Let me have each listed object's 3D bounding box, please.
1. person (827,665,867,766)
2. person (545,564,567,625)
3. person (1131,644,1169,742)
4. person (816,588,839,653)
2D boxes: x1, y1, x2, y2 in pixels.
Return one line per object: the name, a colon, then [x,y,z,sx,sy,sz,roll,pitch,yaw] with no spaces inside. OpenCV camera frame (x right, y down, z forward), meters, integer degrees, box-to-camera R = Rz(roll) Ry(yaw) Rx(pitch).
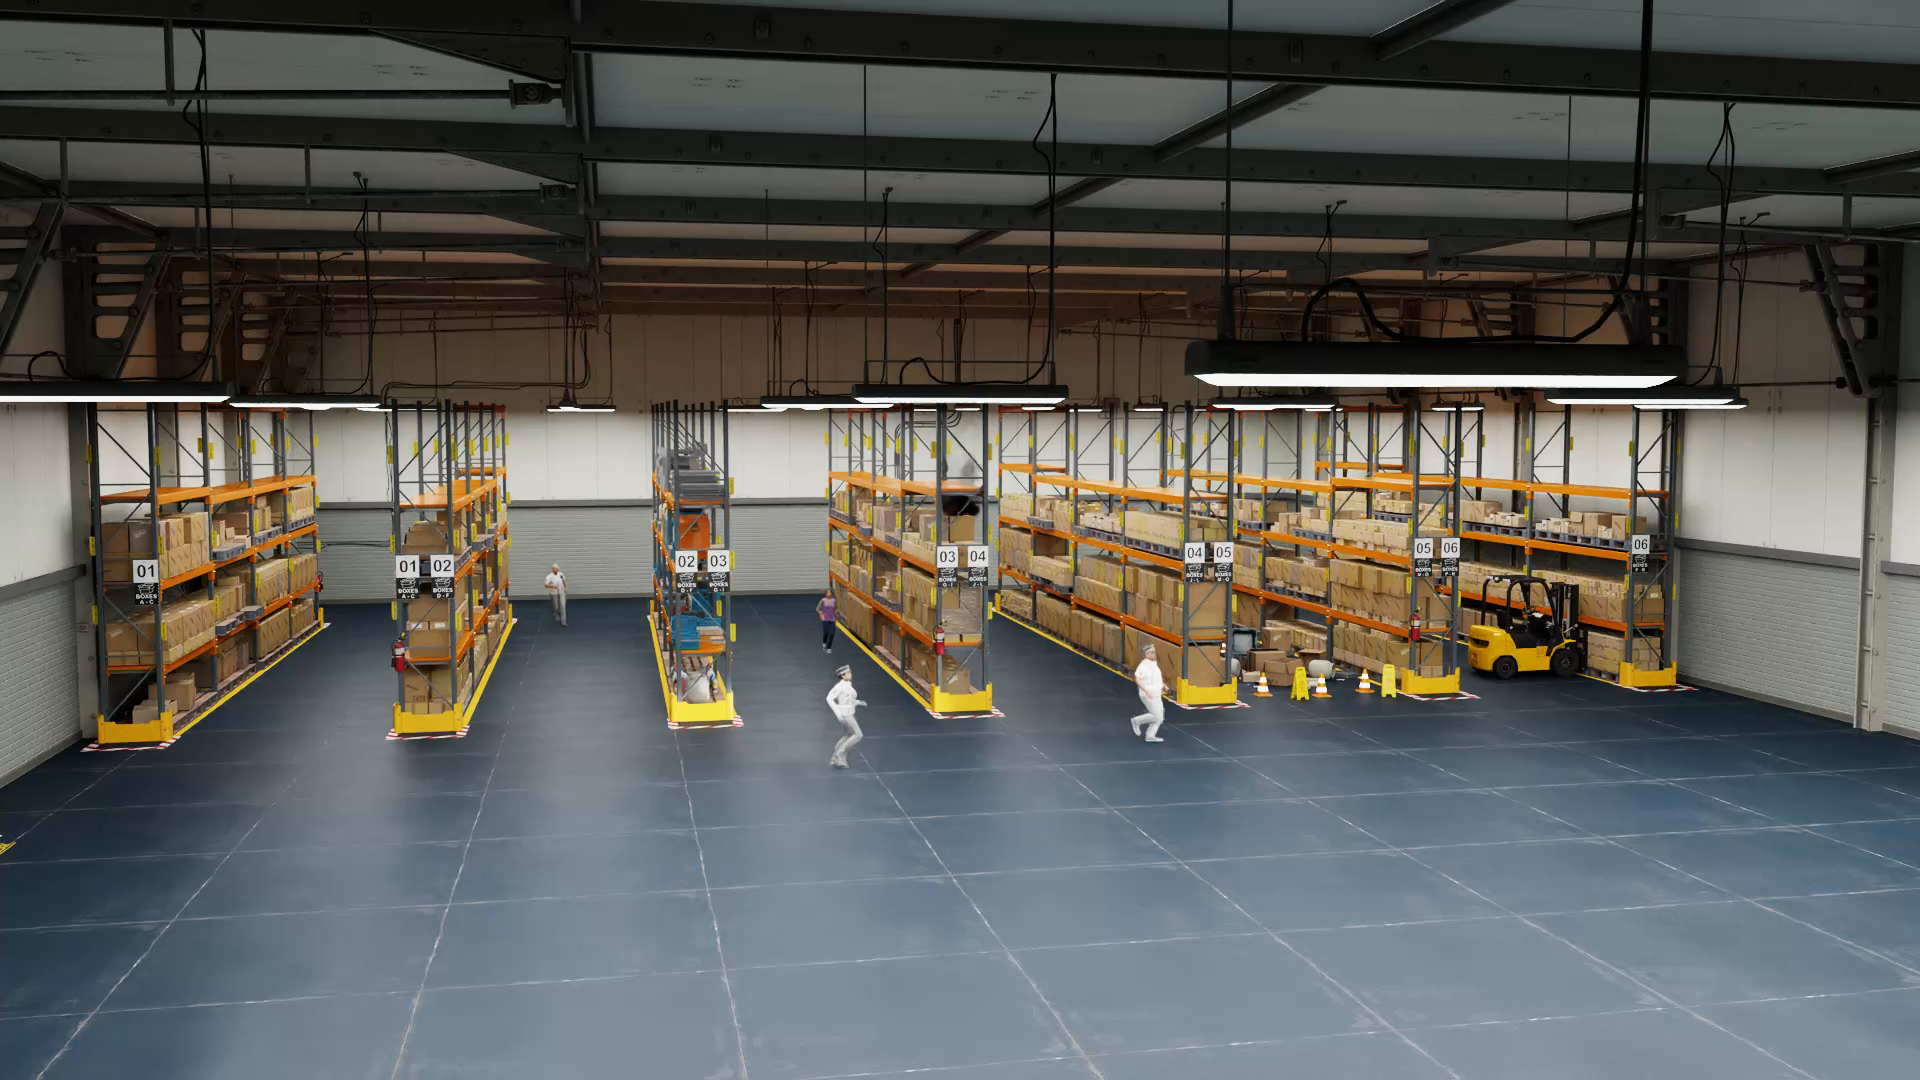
person: [-1.817,2.845,26.959,0.624,1.660,0.593,1,4,11]
person: [-11.017,1.478,45.372,0.621,1.627,0.966,-2,5,-26]
person: [3.322,2.674,29.062,0.591,1.730,0.678,2,5,26]
person: [-3.139,1.939,39.833,0.531,1.556,0.540,-1,5,-17]
